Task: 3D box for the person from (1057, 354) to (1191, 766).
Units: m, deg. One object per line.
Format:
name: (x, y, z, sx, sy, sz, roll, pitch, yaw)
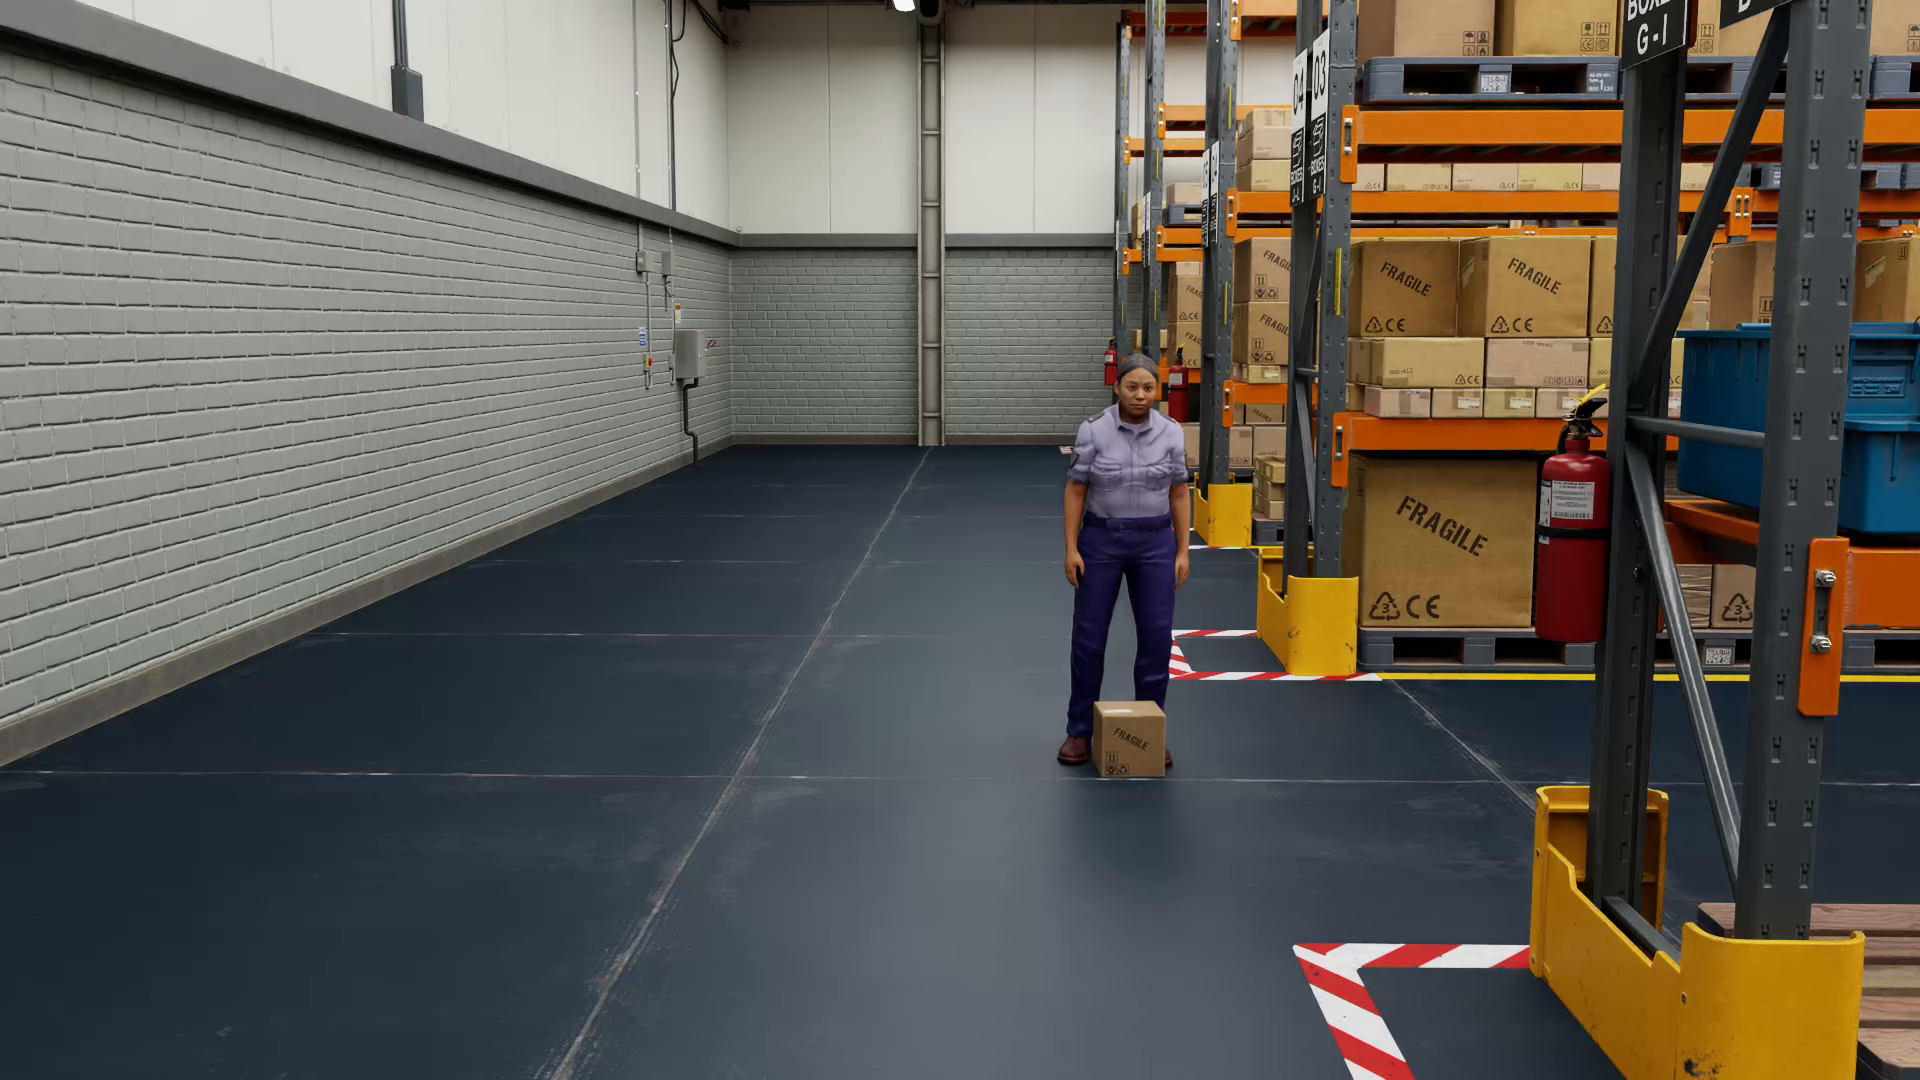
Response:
person: (0.671, 0.072, 6.755, 0.551, 1.650, 0.425, 0, 7, -2)
